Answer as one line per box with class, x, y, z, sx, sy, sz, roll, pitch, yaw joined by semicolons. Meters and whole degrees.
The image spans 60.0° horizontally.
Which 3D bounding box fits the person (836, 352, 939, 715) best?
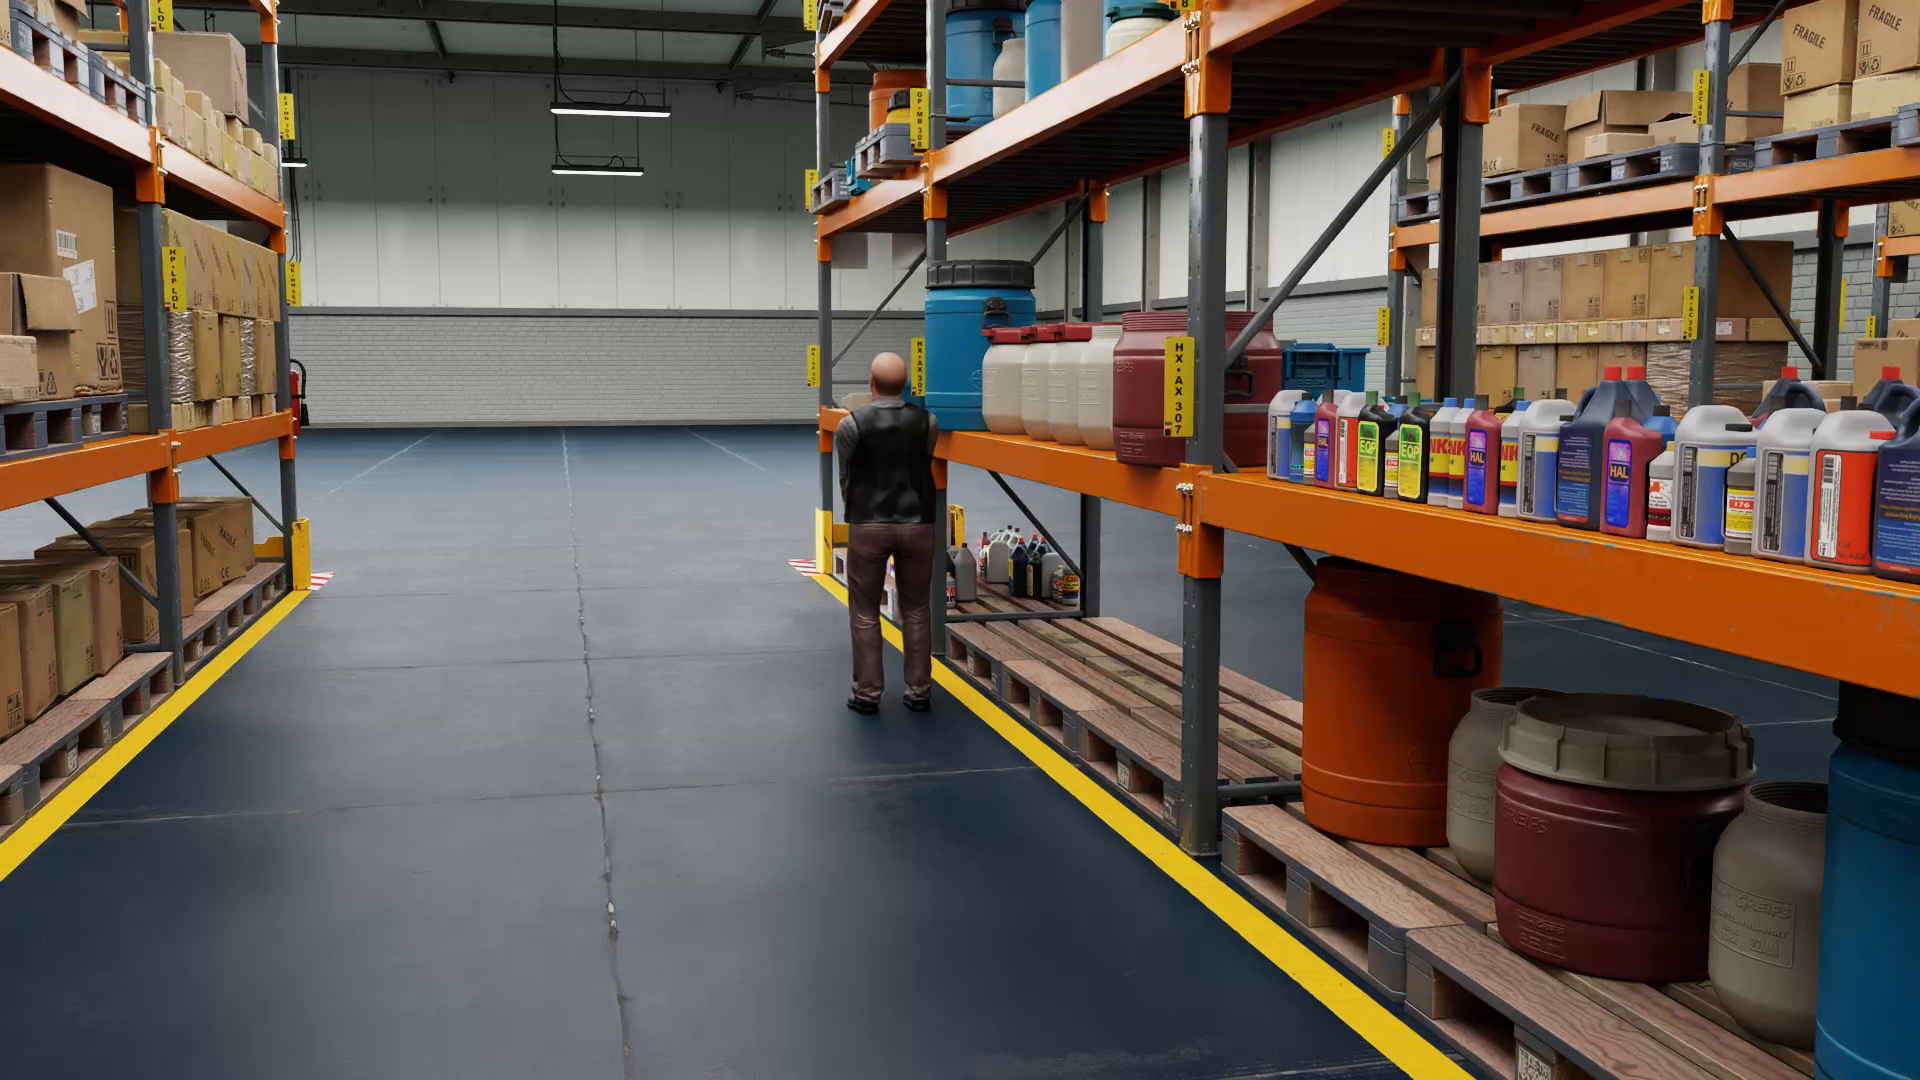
person;-0.367;-0.044;8.014;0.494;1.711;0.560;-1;6;-13
